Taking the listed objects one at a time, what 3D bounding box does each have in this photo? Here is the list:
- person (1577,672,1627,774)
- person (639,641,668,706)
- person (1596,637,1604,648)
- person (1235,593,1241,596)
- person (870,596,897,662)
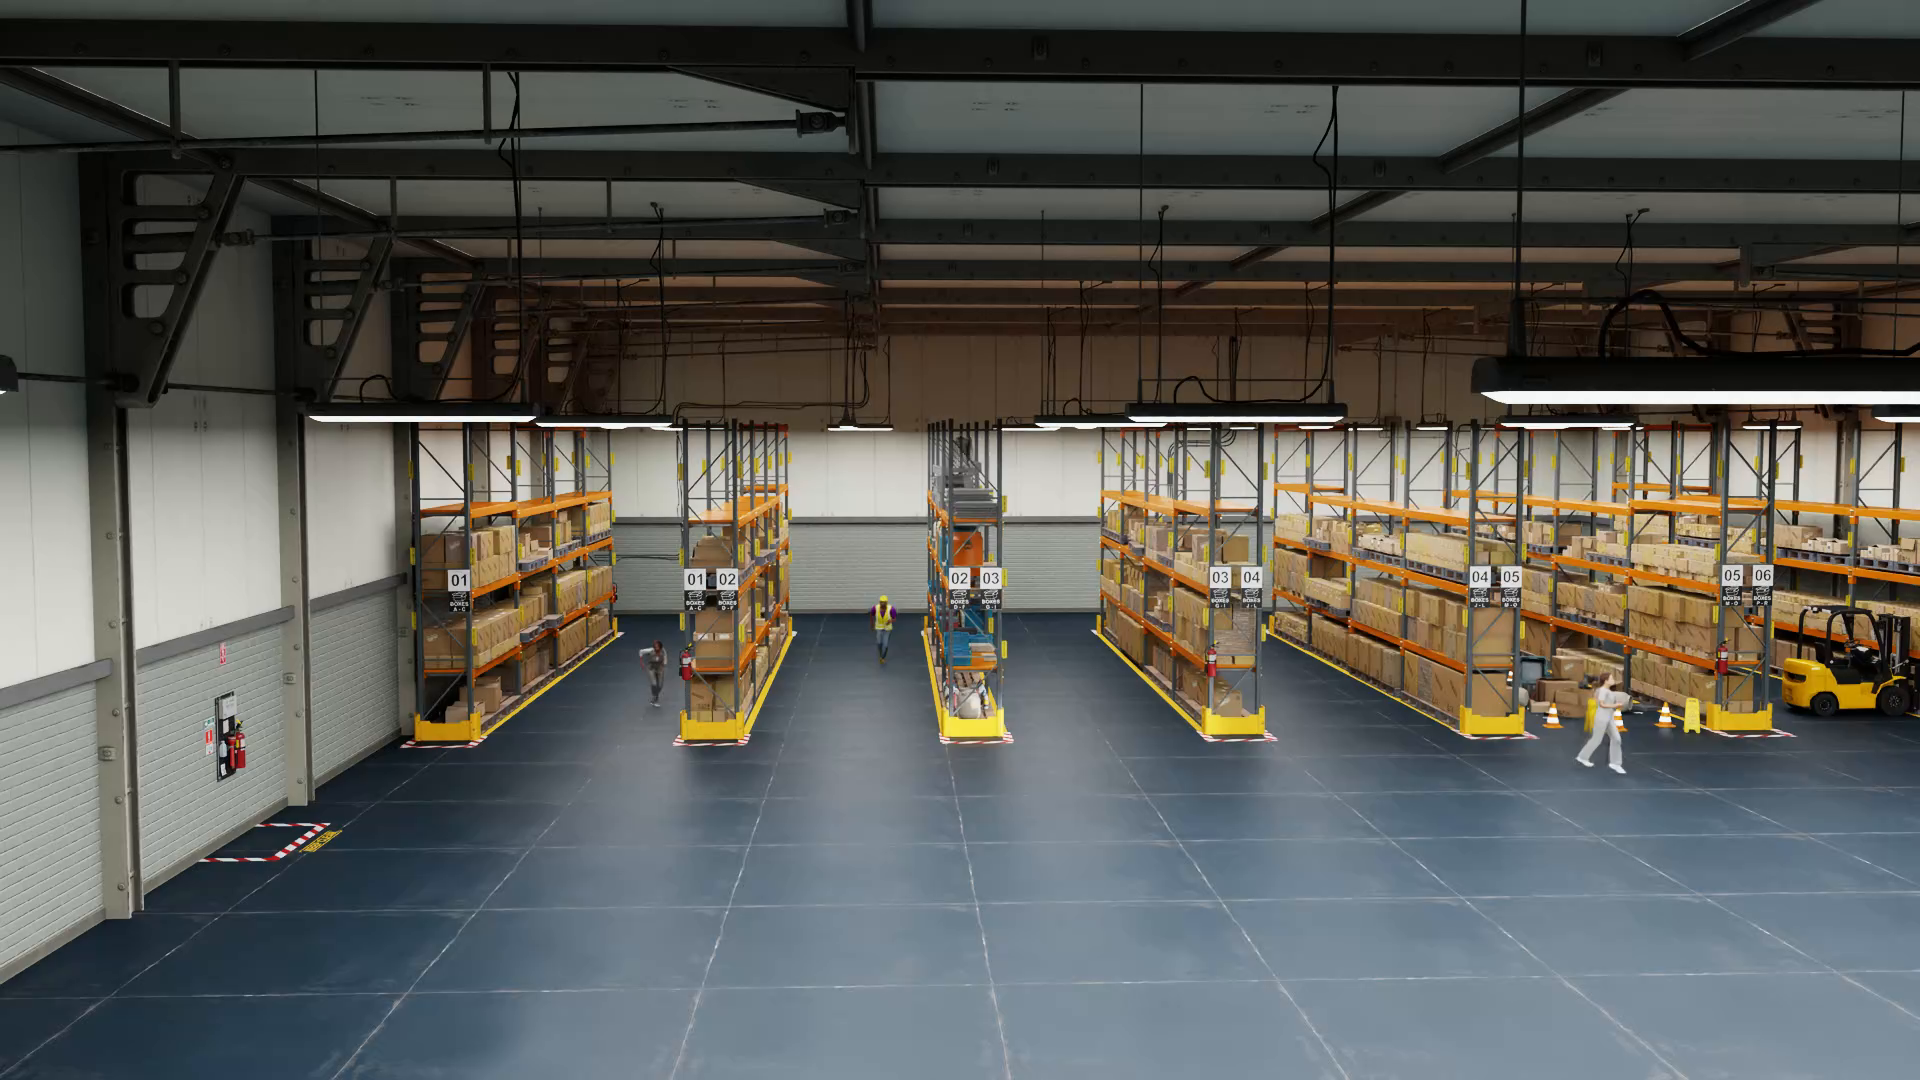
[{"bbox_3d":[10.868,3.086,28.165,0.824,1.721,0.543,3,5,37],"label":"person"},{"bbox_3d":[-6.387,2.784,34.682,0.566,1.432,0.830,-1,4,-19],"label":"person"},{"bbox_3d":[16.863,2.039,44.305,0.600,1.785,0.853,-1,4,-8],"label":"person"},{"bbox_3d":[8.046,1.821,47.949,0.688,1.679,0.532,1,4,17],"label":"person"},{"bbox_3d":[-1.897,2.216,41.193,0.656,1.680,0.727,0,4,-4],"label":"person"}]
